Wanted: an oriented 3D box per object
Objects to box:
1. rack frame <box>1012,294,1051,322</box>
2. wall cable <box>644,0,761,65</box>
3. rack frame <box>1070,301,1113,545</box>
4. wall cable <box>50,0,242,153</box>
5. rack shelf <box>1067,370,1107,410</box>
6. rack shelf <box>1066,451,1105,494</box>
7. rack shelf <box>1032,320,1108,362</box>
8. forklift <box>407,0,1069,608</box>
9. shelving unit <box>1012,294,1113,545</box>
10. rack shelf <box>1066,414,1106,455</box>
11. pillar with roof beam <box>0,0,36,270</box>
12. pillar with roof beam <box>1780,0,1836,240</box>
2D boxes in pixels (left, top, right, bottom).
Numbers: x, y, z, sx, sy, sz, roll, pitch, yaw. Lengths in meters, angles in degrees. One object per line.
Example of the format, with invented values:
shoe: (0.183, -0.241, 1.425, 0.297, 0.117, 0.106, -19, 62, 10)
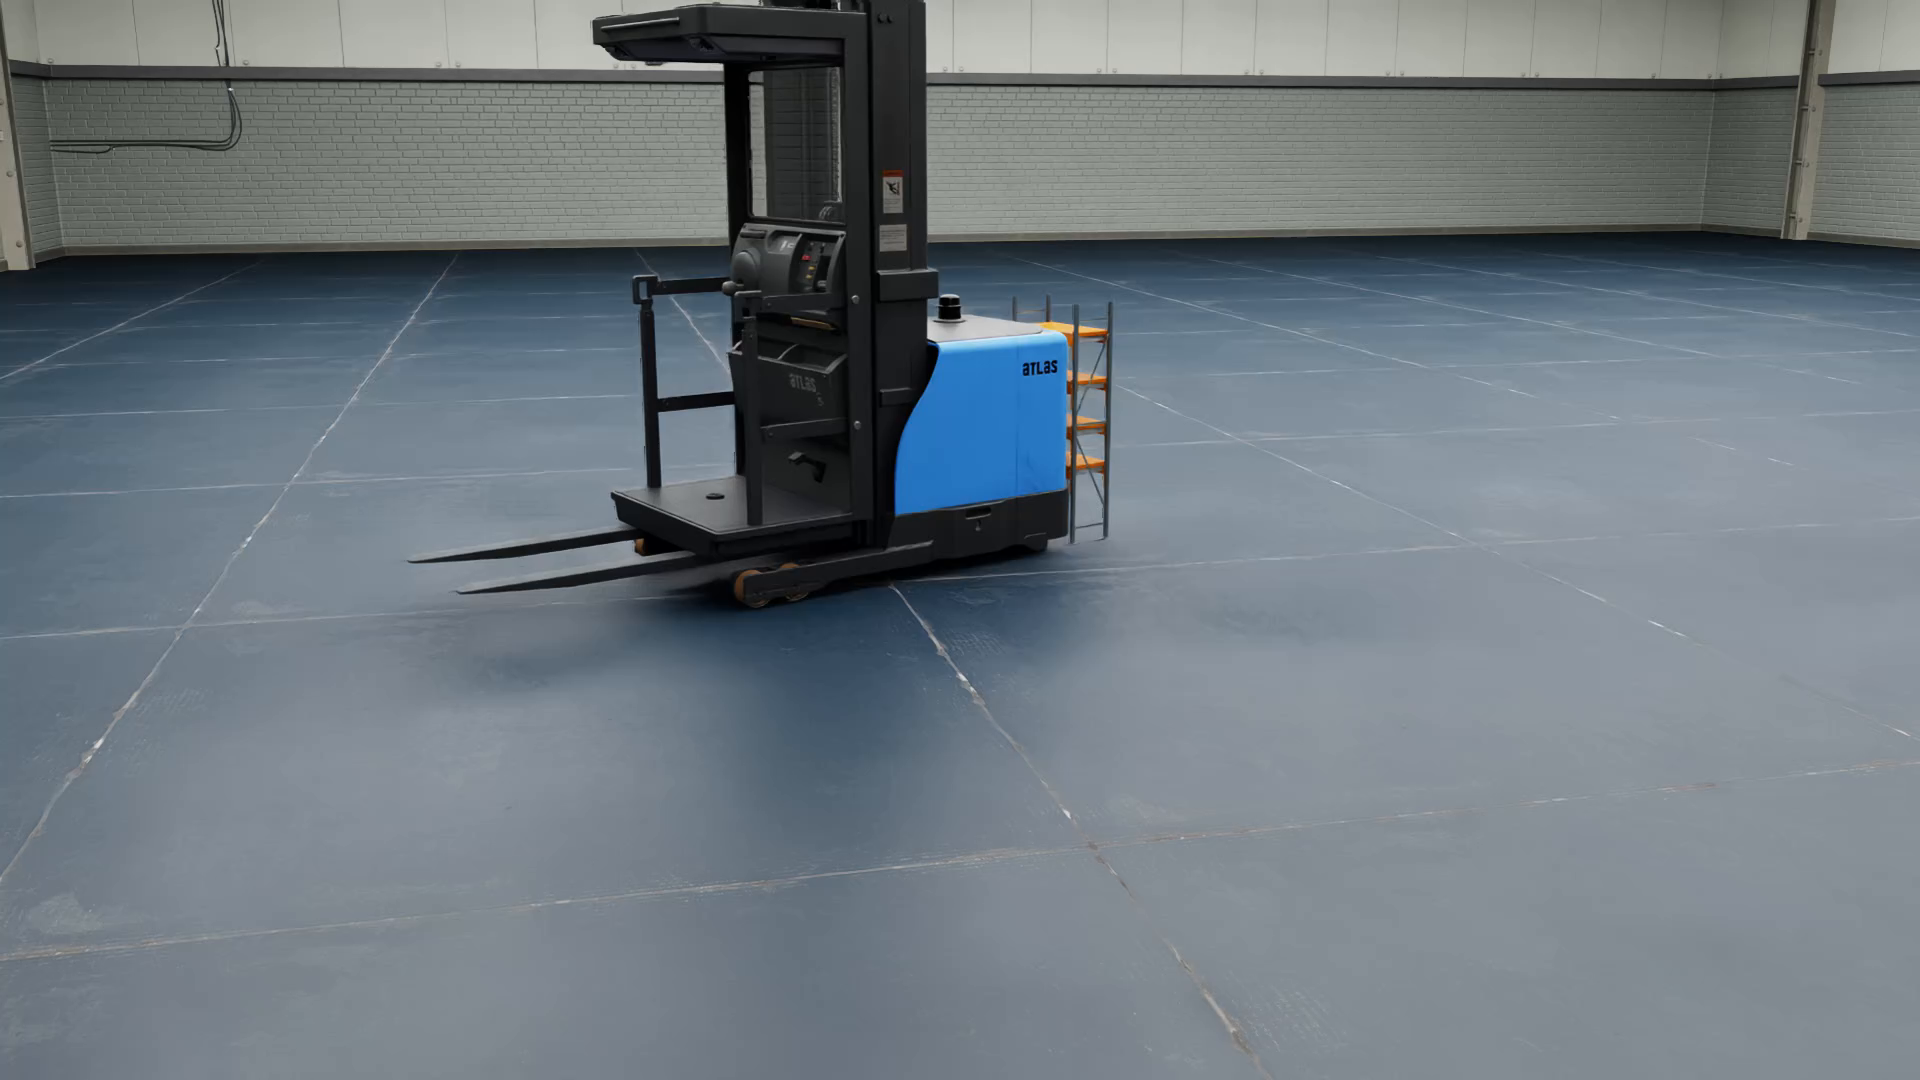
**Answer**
rack frame: (0.367, -0.668, 8.633, 0.240, 1.200, 0.015, -10, 17, -35)
wall cable: (-4.481, -11.433, 29.097, 2.305, 6.003, 0.169, -3, 14, -13)
rack frame: (0.652, -0.574, 8.249, 0.240, 1.200, 0.015, -10, 17, -35)
wall cable: (-13.713, -7.747, 27.718, 3.097, 2.526, 0.112, -3, 14, -13)
rack shelf: (0.510, -0.773, 8.404, 0.258, 0.148, 0.480, -10, 17, -35)
rack shelf: (0.509, -0.363, 8.504, 0.258, 0.148, 0.480, -10, 17, -35)
rack shelf: (0.510, -1.003, 8.348, 0.258, 0.148, 0.480, -10, 17, -35)
forklift: (-0.958, -1.270, 7.451, 3.031, 2.935, 1.130, -10, 17, -35)
shelving unit: (0.510, -0.621, 8.441, 0.258, 1.200, 0.503, -10, 17, -35)
rack shelf: (0.510, -0.556, 8.457, 0.258, 0.148, 0.480, -10, 17, -35)
pillar with roof beam: (-10.122, -8.742, 25.249, 9.100, 9.000, 0.400, -3, 14, -13)
pillar with roof beam: (12.128, -10.018, 30.471, 9.100, 9.000, 0.400, -3, 14, -13)
